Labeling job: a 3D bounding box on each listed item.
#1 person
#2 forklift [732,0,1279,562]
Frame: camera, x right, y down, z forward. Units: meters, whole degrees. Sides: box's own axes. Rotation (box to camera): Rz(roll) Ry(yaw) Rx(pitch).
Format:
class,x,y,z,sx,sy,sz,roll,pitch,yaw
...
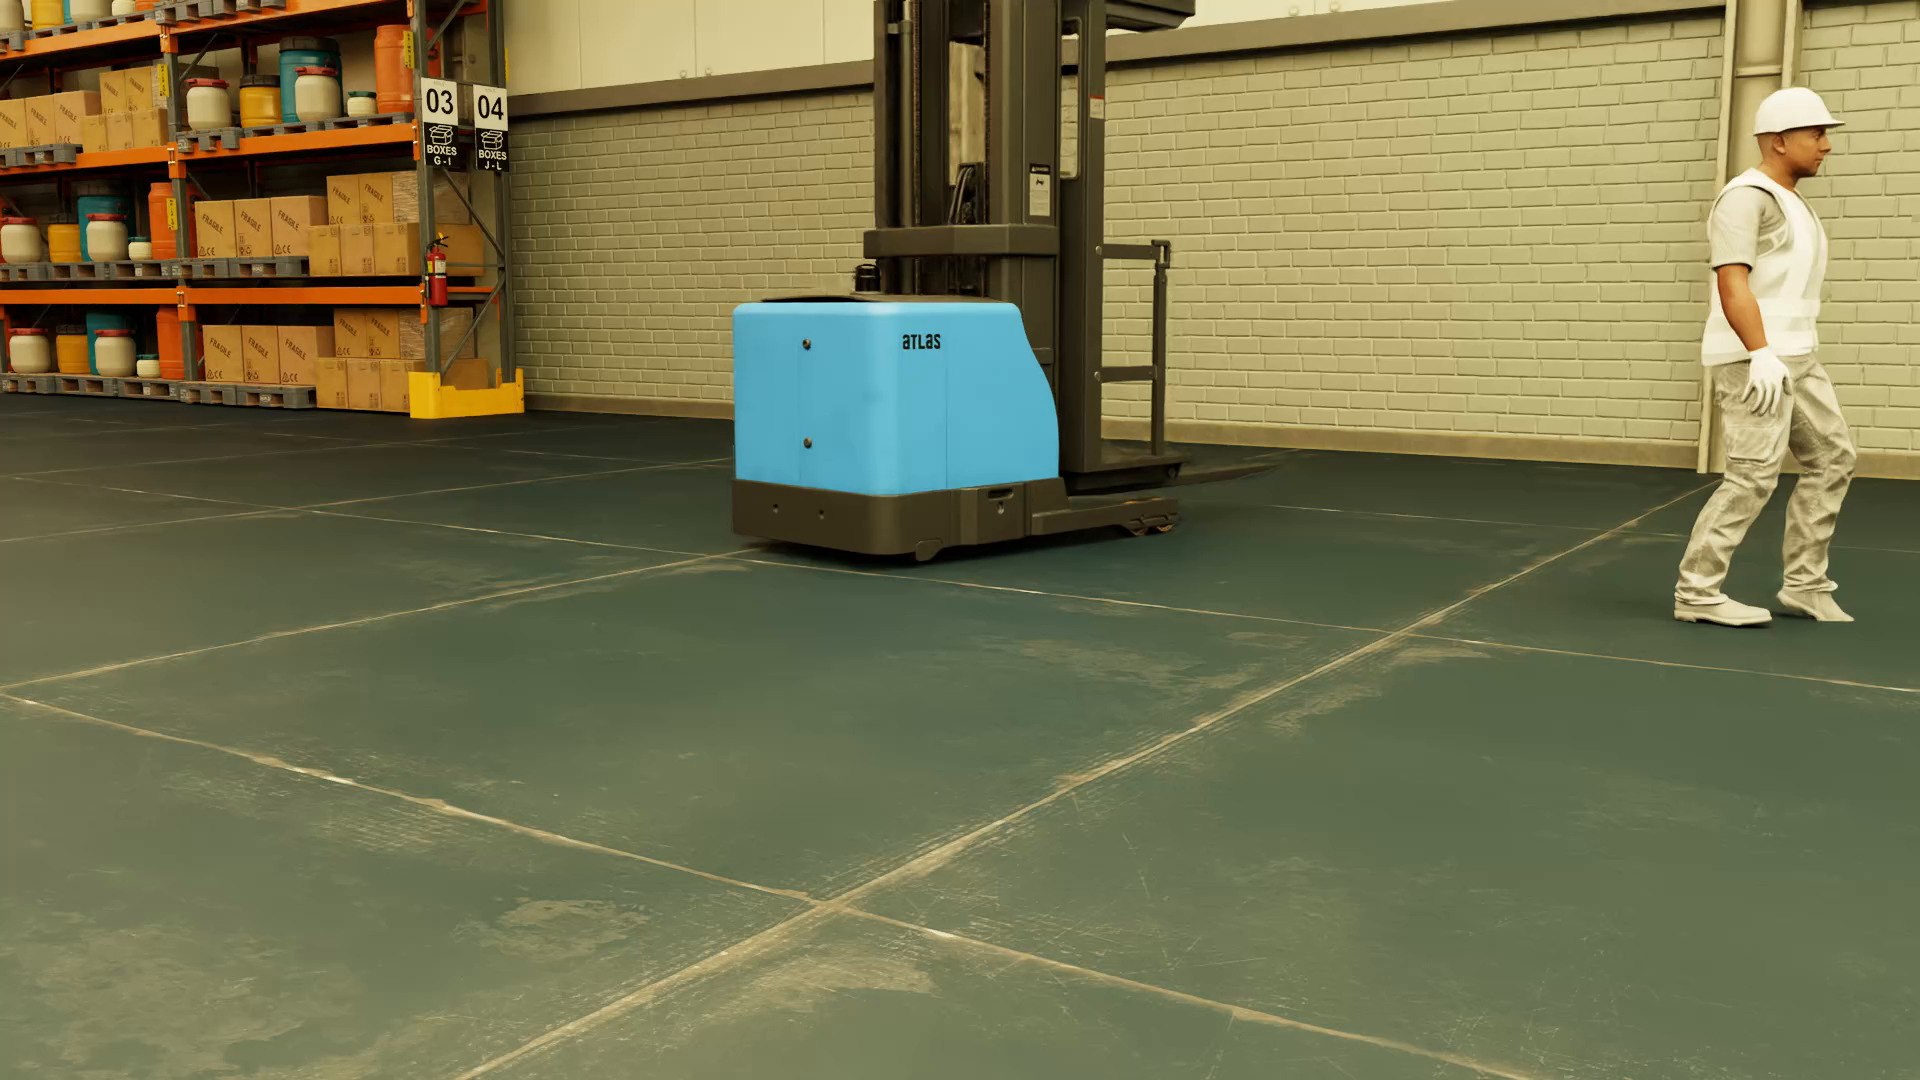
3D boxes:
class,x,y,z,sx,sy,sz,roll,pitch,yaw
person,2.719,-0.561,5.506,0.530,1.823,0.655,6,10,38
forklift,0.394,-1.515,7.849,3.031,2.935,1.130,-8,11,-44
